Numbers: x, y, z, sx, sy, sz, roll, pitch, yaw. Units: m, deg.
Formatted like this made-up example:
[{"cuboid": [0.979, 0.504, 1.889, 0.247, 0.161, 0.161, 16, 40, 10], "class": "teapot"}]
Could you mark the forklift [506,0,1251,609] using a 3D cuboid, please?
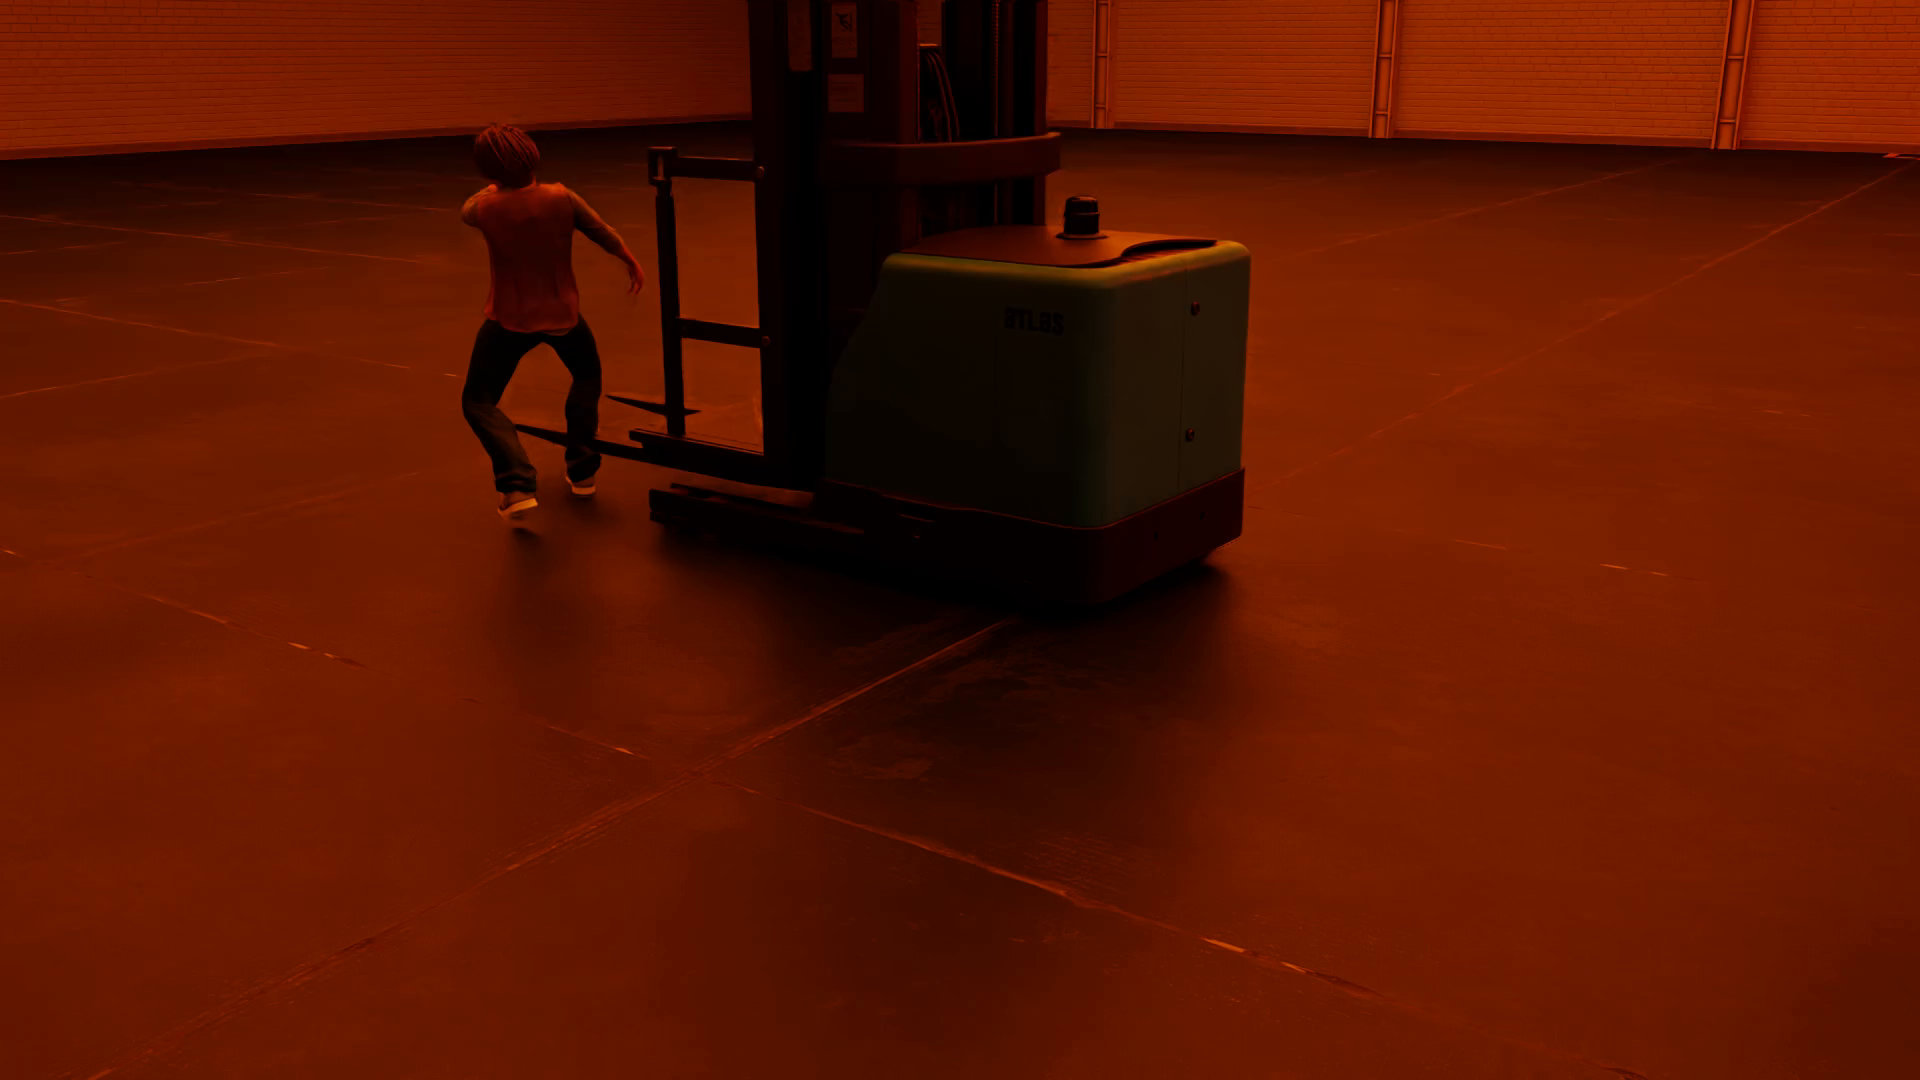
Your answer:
[{"cuboid": [-0.509, -1.506, 5.869, 3.031, 2.935, 1.130, 12, 20, 35], "class": "forklift"}]

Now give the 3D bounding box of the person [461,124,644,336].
[{"cuboid": [-1.528, -1.173, 6.219, 0.715, 0.771, 0.655, -13, 21, -36], "class": "person"}]
